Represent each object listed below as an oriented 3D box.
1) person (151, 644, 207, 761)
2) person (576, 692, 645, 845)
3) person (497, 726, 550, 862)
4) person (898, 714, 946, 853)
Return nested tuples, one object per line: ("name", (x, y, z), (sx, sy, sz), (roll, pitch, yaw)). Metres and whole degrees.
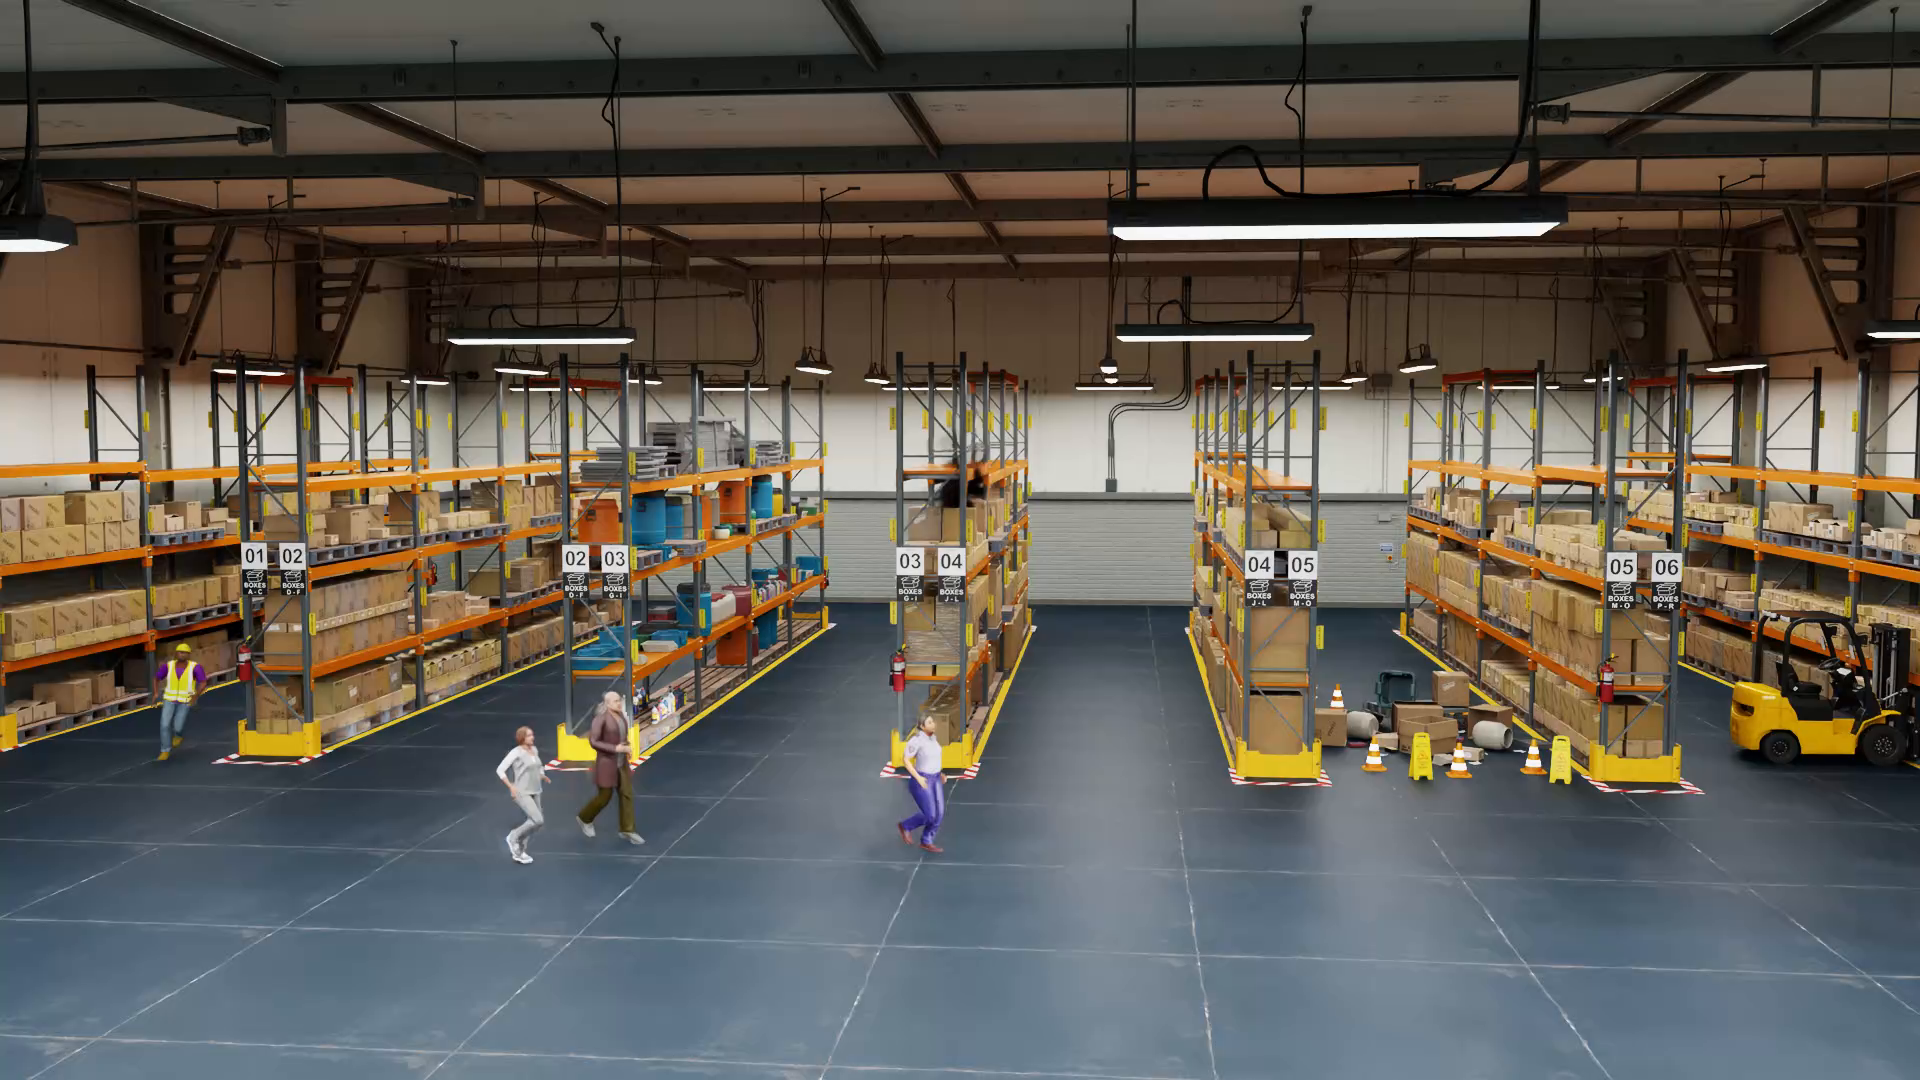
("person", (-11.674, 2.400, 24.872), (0.744, 1.705, 0.669), (-1, 4, -16))
("person", (-4.171, 2.699, 19.834), (0.947, 1.807, 0.732), (2, 5, 29))
("person", (-4.871, 2.883, 18.799), (0.549, 1.559, 0.522), (2, 4, 24))
("person", (-0.443, 2.840, 19.413), (0.537, 1.592, 0.596), (3, 5, 34))
